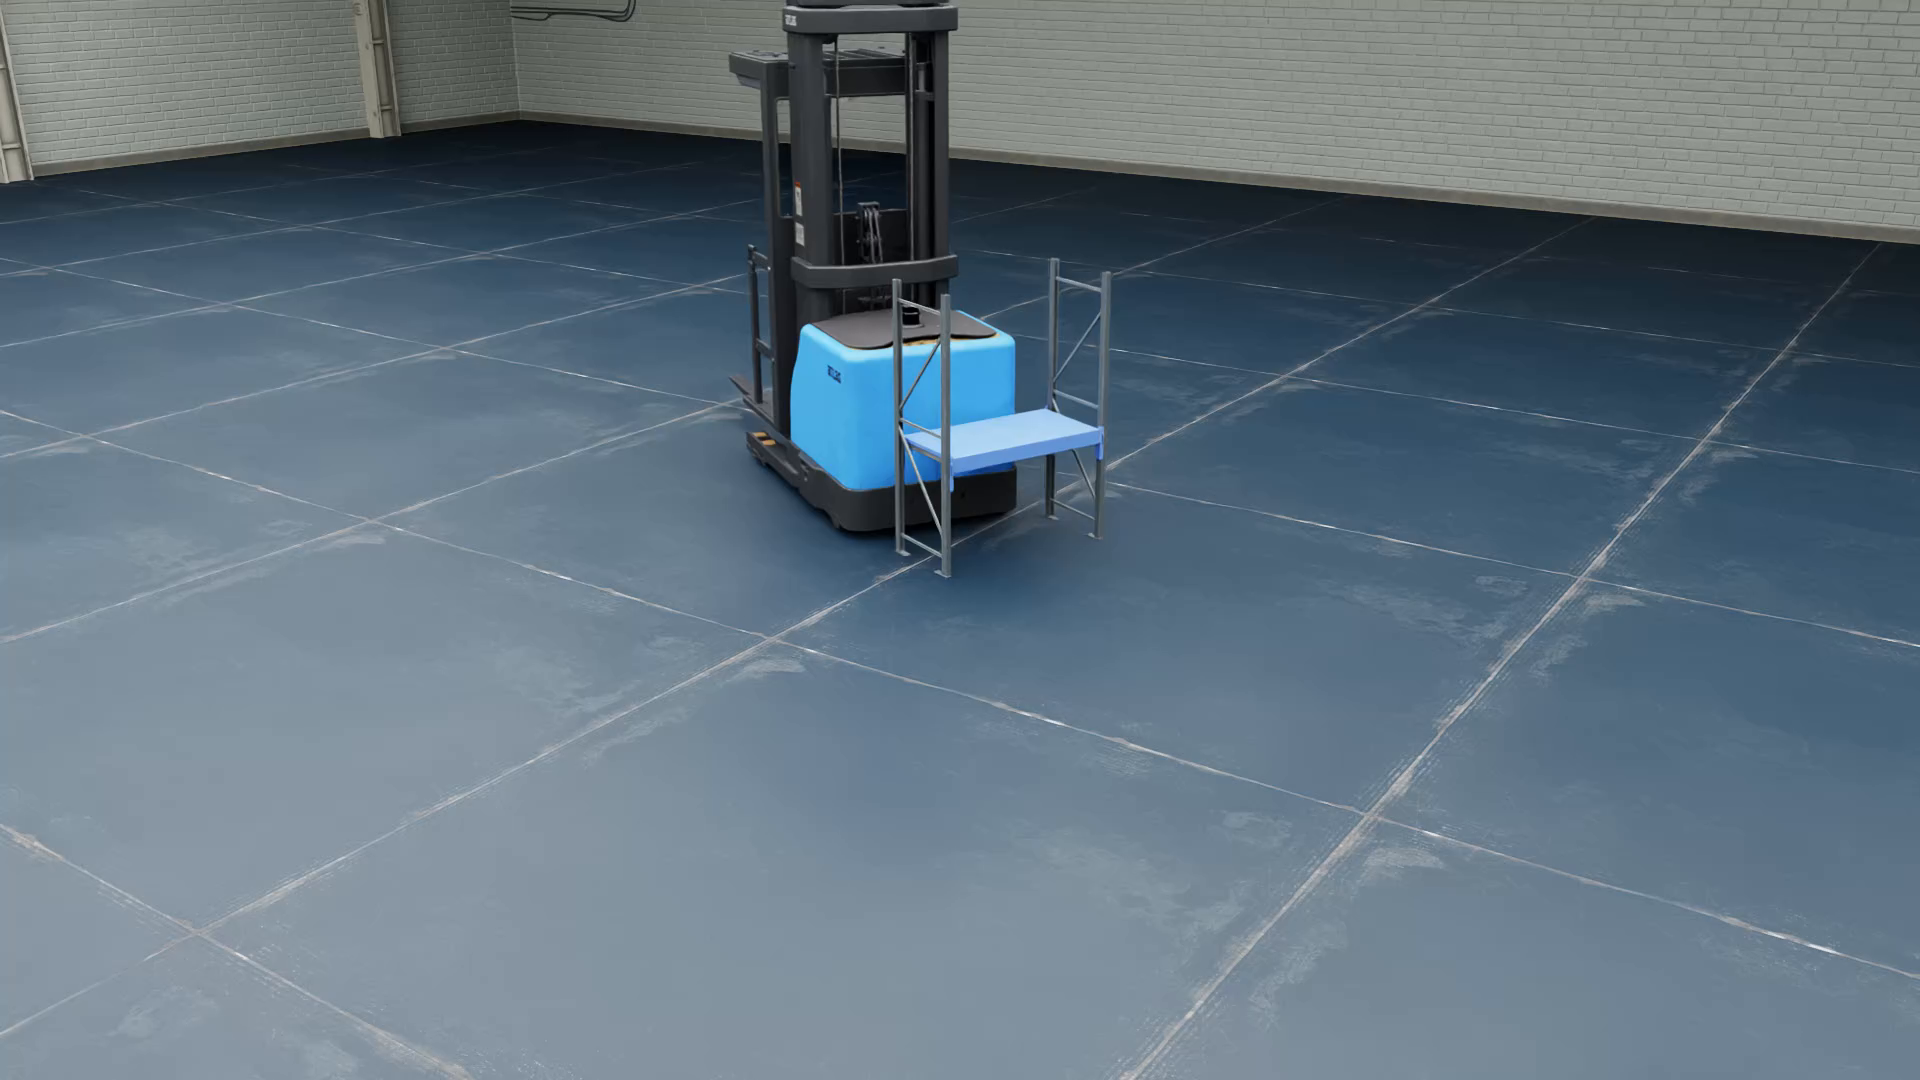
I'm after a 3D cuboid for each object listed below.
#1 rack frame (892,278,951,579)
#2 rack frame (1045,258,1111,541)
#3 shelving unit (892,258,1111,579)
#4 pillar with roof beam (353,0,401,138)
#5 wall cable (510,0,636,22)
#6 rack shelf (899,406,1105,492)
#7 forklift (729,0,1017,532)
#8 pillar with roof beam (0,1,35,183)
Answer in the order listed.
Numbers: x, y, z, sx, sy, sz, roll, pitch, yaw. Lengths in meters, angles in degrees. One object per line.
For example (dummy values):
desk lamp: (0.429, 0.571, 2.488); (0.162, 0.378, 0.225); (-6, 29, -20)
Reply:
rack frame: (-0.199, -0.575, 8.656); (0.032, 1.500, 0.500); (-13, 24, -31)
rack frame: (0.645, -0.771, 9.187); (0.032, 1.500, 0.500); (-13, 24, -31)
shelving unit: (0.223, -0.673, 8.922); (1.048, 1.500, 0.538); (-13, 24, -31)
pillar with roof beam: (-5.751, -9.922, 23.117); (9.100, 9.000, 0.400); (13, 24, 32)
wall cable: (-6.562, -9.892, 27.513); (3.097, 2.526, 0.112); (13, 24, 32)
rack shelf: (0.223, -0.504, 8.984); (1.000, 0.185, 0.538); (-13, 24, -31)
forklift: (-0.723, -1.895, 10.163); (1.130, 2.935, 3.031); (-8, 22, -22)
pillar with roof beam: (-9.124, -8.200, 18.463); (9.100, 9.000, 0.400); (13, 24, 32)
